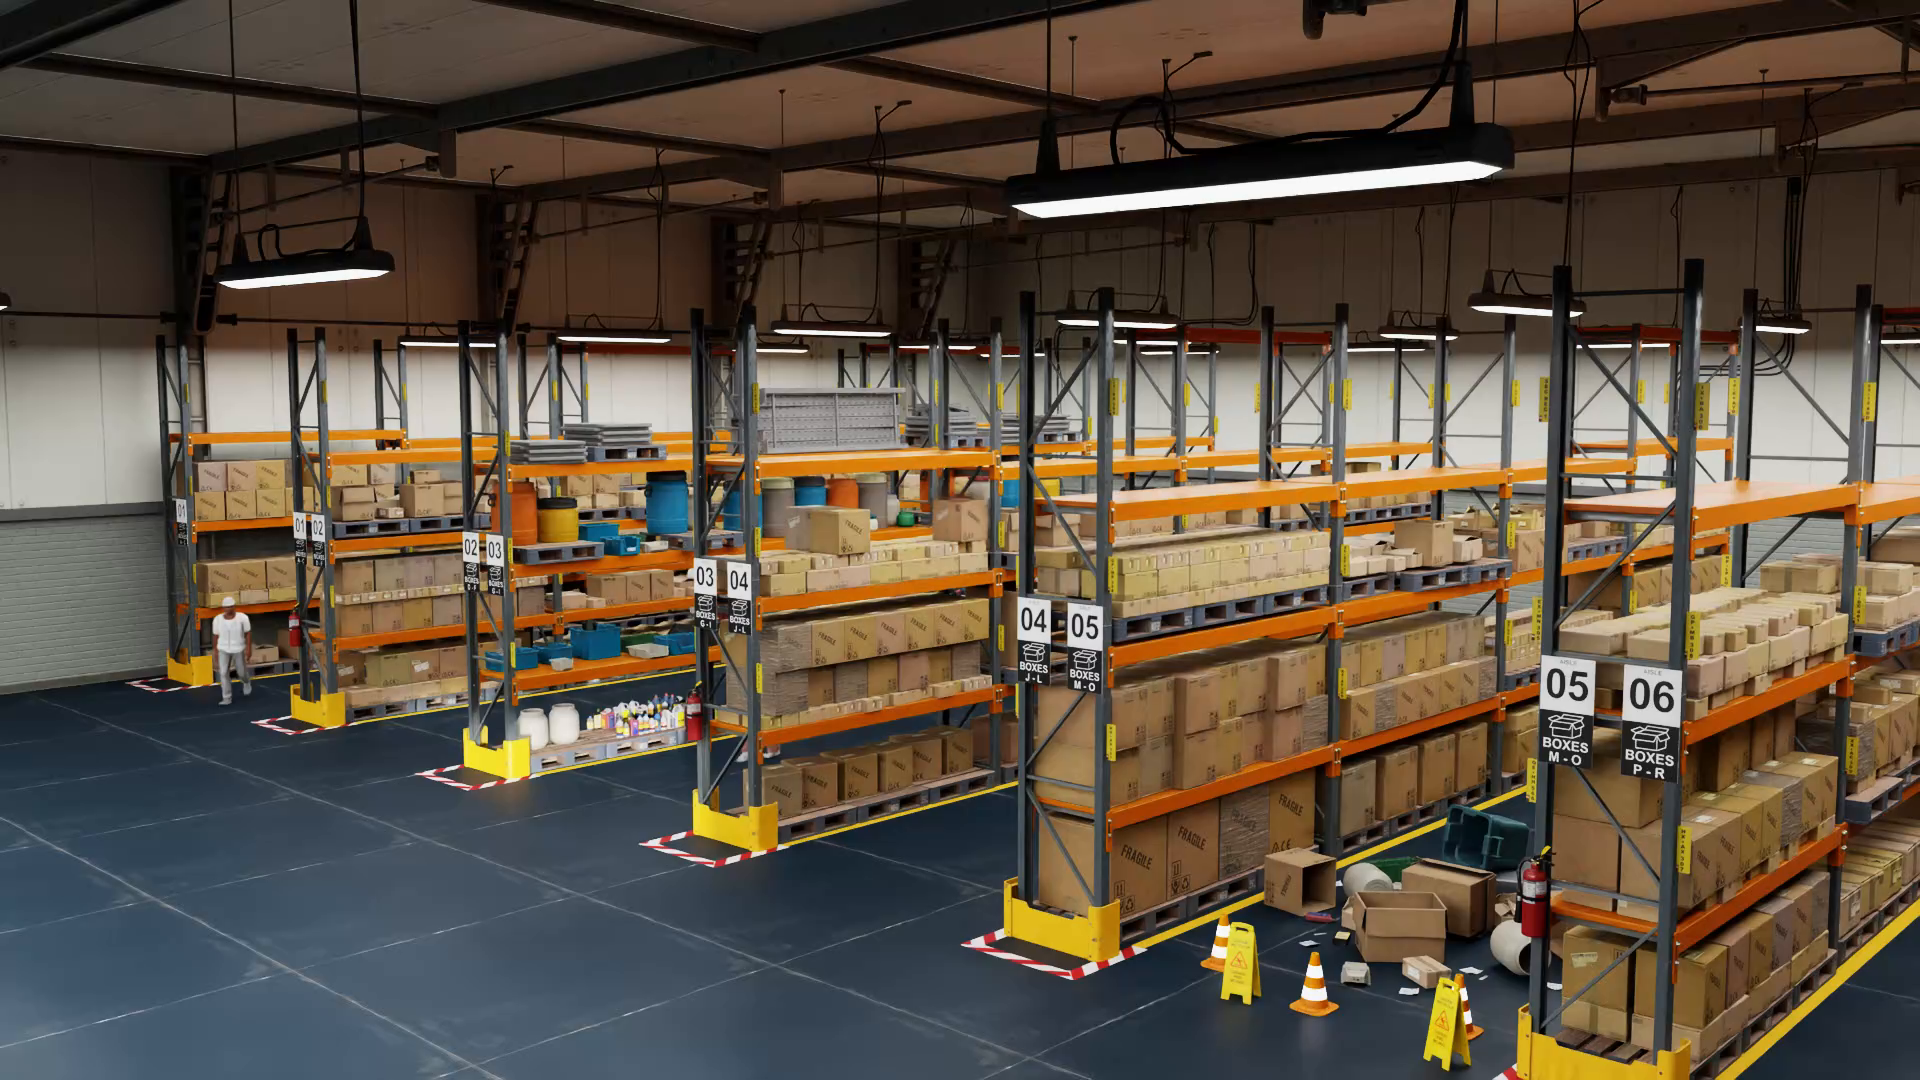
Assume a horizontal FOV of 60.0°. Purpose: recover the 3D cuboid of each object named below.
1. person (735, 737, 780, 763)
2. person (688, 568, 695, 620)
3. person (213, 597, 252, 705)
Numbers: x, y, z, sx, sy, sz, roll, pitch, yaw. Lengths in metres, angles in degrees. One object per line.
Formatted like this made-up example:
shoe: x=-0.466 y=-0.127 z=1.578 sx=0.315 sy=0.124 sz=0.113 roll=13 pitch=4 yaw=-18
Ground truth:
person: x=-2.765 y=2.204 z=22.841 sx=0.468 sy=1.692 sz=0.676 roll=4 pitch=7 yaw=39
person: x=-5.160 y=1.196 z=32.722 sx=0.503 sy=1.778 sz=0.620 roll=-5 pitch=7 yaw=-44
person: x=-11.770 y=1.766 z=26.942 sx=0.576 sy=1.737 sz=0.885 roll=-1 pitch=5 yaw=-8
